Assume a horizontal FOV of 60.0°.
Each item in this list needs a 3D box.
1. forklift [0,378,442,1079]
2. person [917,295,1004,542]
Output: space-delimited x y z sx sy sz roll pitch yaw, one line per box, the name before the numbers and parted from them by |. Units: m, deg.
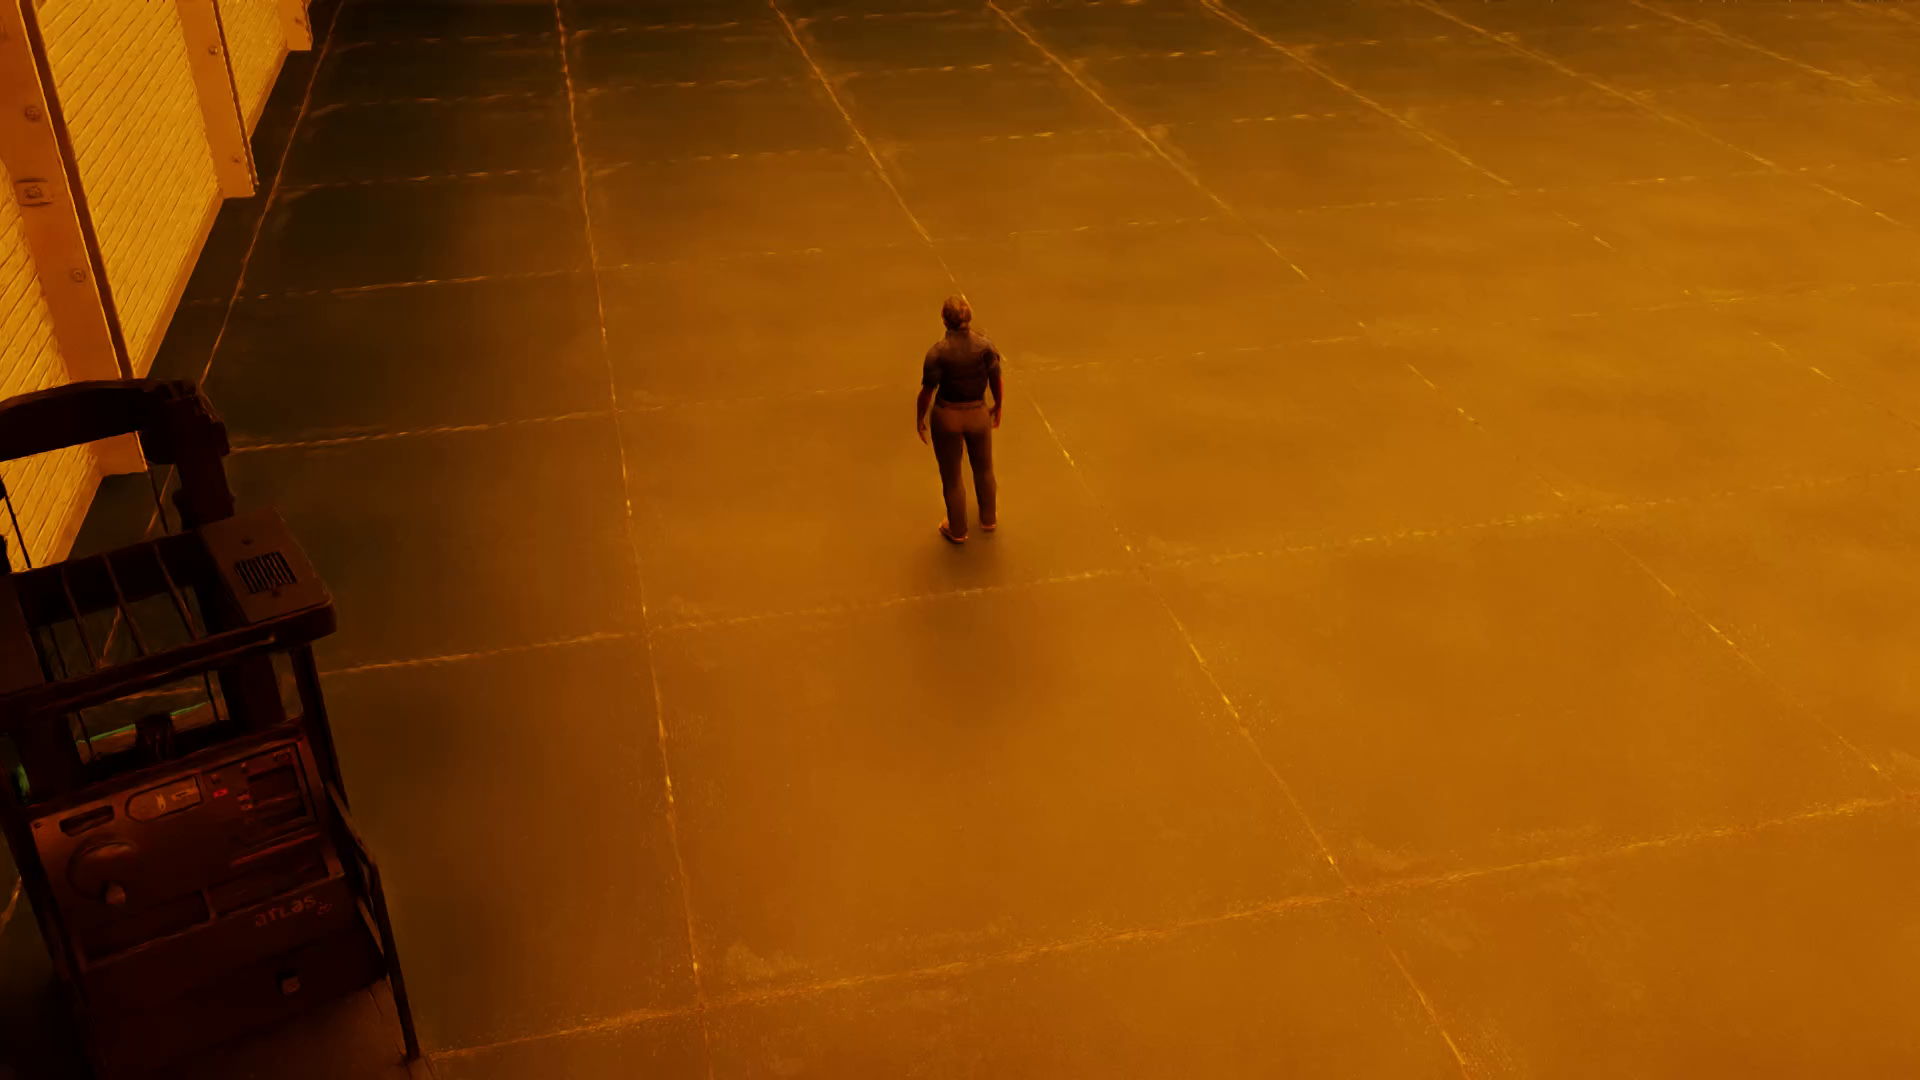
forklift | -2.654 1.040 5.777 1.130 2.935 3.031 -18 35 -29
person | -0.001 -0.767 10.160 0.570 1.654 0.503 -7 31 -12
